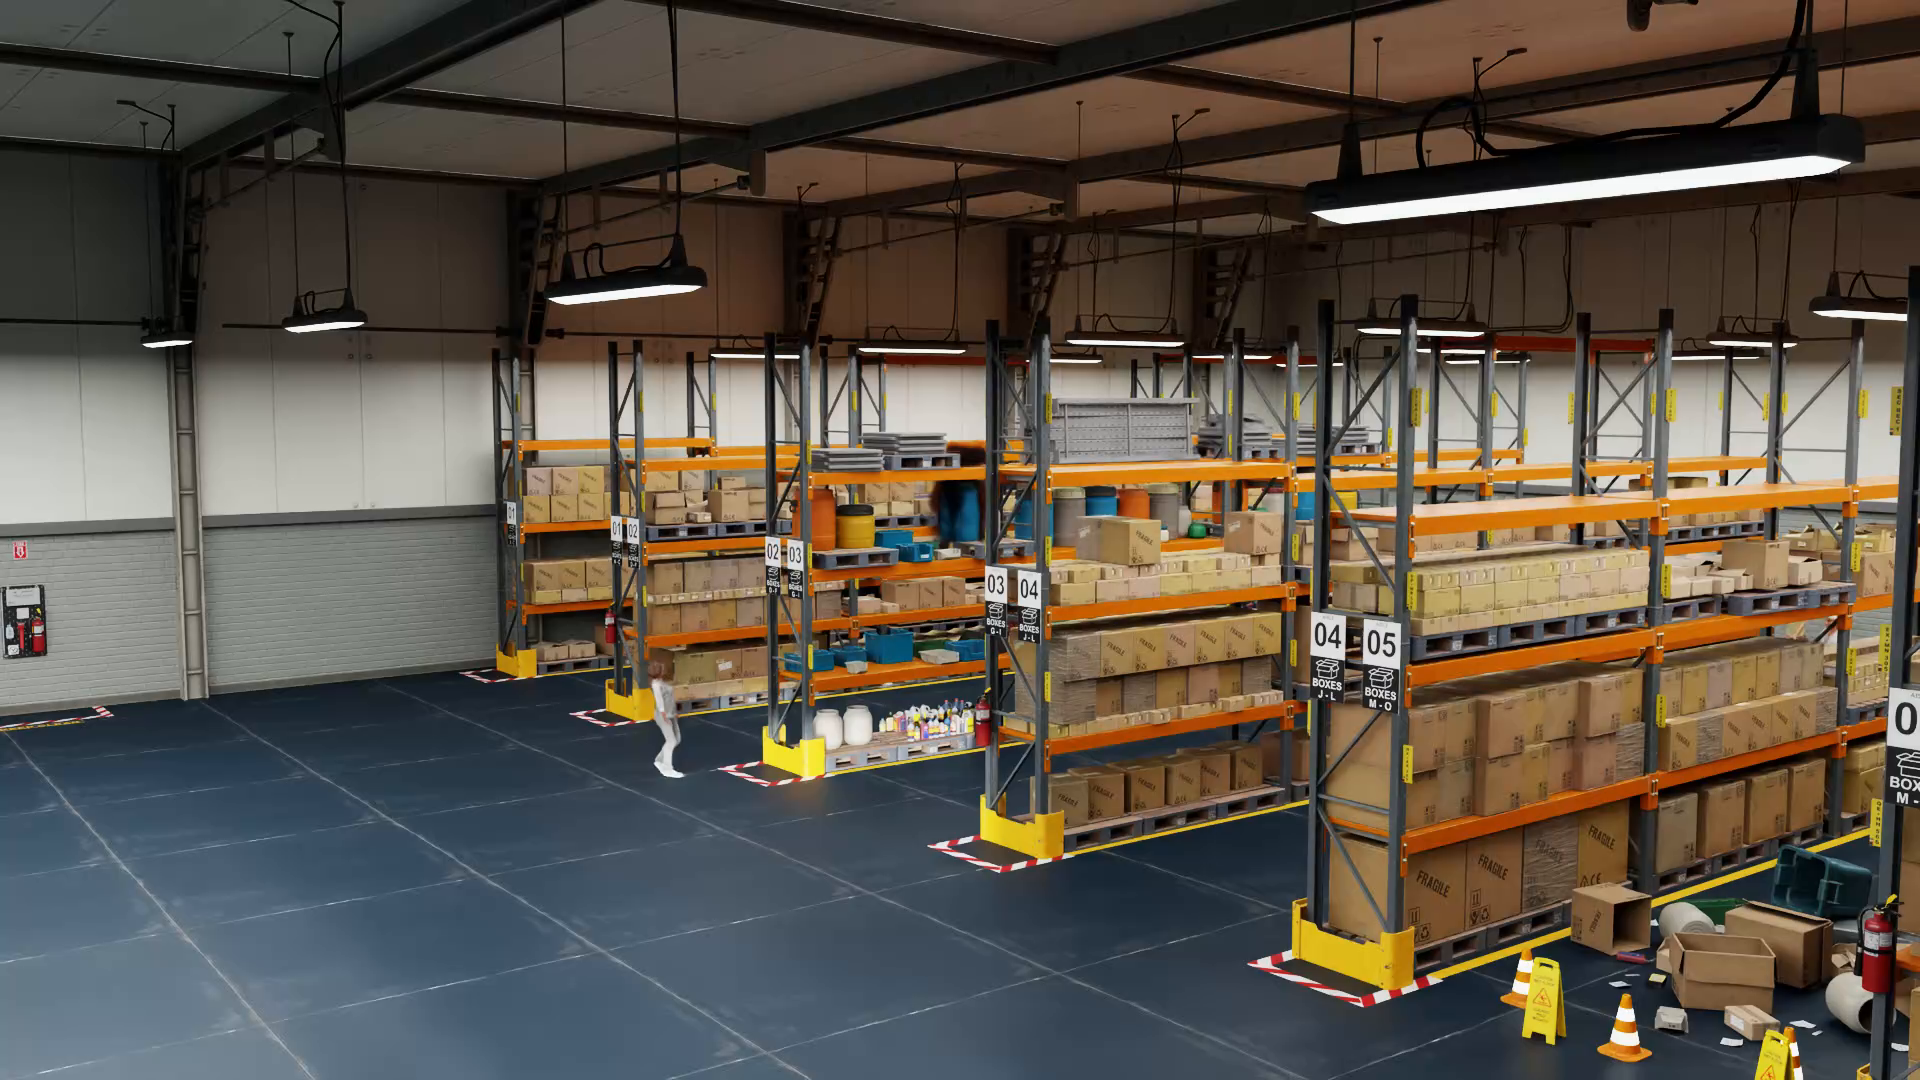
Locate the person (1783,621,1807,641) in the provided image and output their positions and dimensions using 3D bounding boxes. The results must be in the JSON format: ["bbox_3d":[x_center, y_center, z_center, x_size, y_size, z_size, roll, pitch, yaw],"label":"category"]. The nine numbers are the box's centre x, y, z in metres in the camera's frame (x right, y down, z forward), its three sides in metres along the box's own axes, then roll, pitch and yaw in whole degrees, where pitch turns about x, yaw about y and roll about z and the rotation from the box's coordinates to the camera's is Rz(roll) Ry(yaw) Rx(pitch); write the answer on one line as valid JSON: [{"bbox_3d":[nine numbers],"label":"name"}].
[{"bbox_3d":[15.029,1.715,29.951,1.069,1.617,0.465,-1,5,-9],"label":"person"}]

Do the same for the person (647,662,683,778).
[{"bbox_3d":[-3.961,2.419,22.497,0.479,1.571,0.458,1,5,8],"label":"person"}]

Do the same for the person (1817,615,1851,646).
[{"bbox_3d":[13.577,1.992,26.002,0.994,1.749,0.632,-4,6,-38],"label":"person"}]
